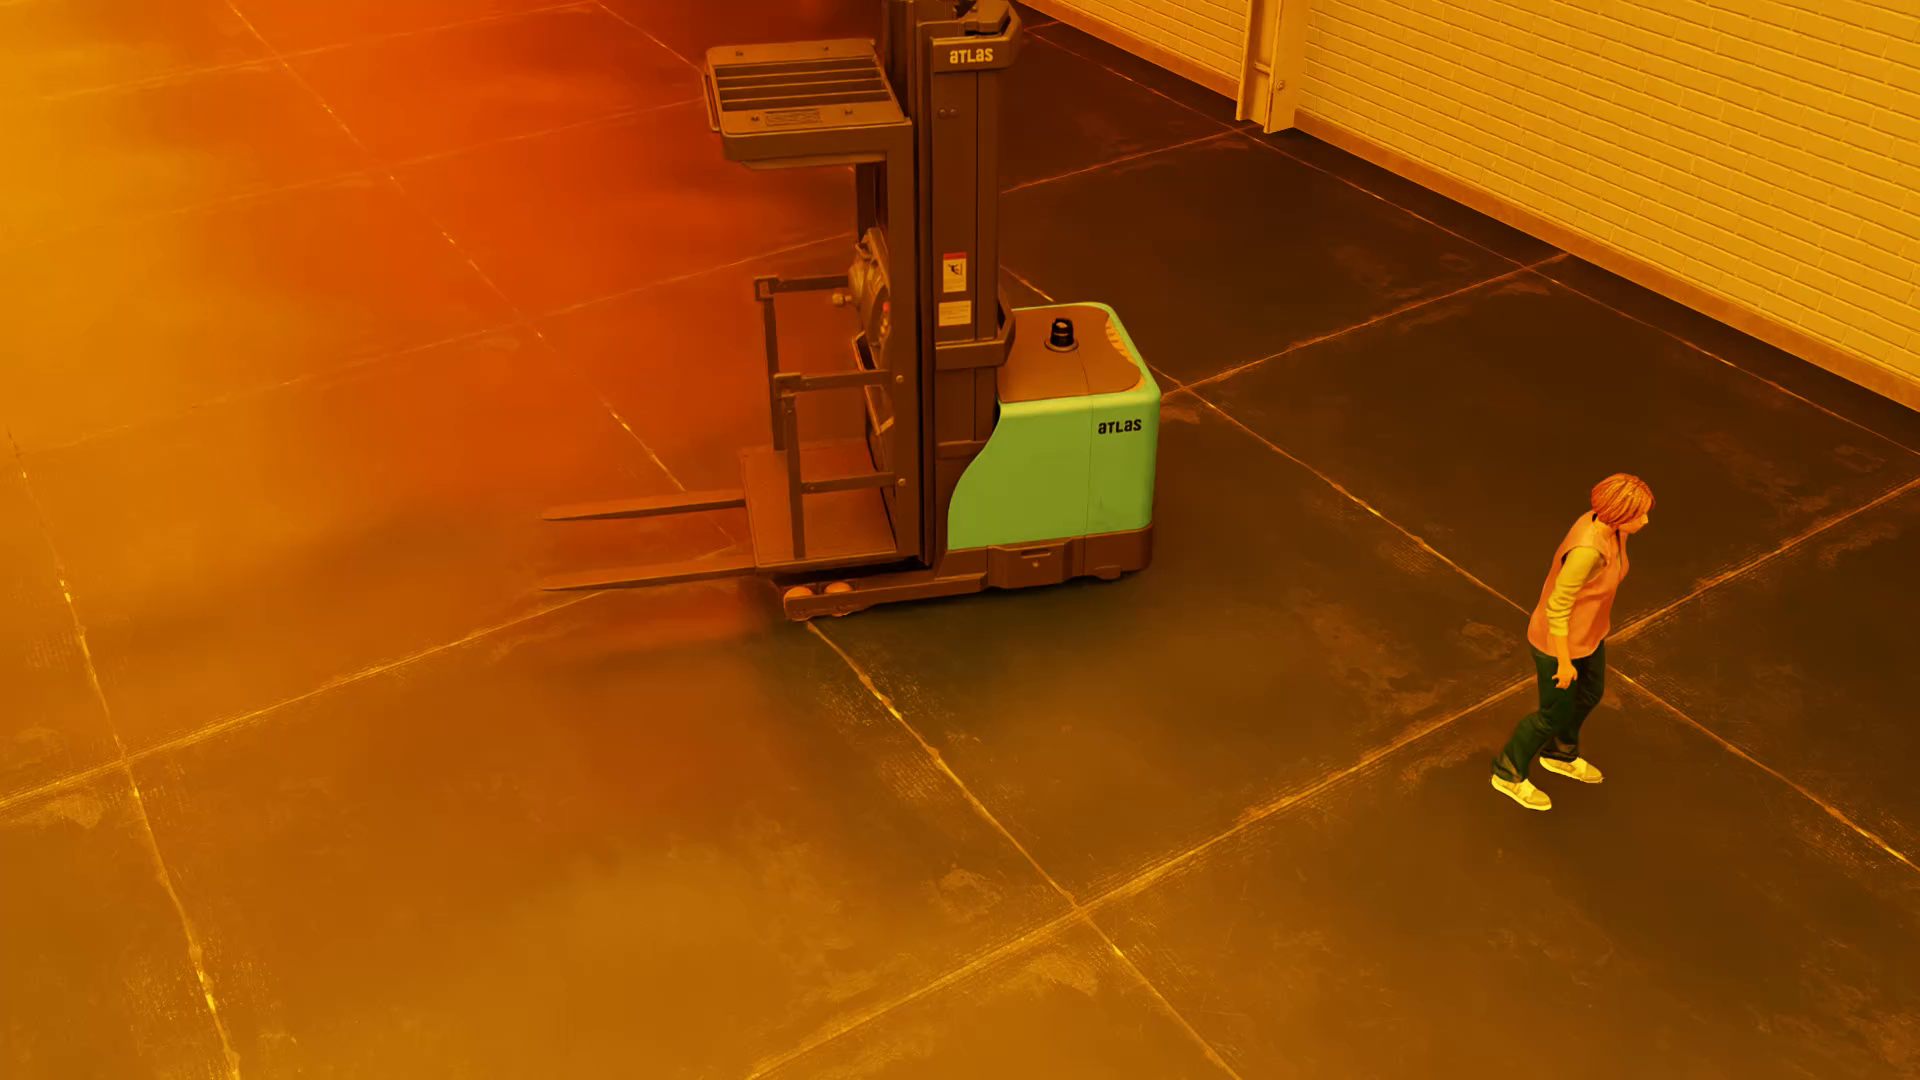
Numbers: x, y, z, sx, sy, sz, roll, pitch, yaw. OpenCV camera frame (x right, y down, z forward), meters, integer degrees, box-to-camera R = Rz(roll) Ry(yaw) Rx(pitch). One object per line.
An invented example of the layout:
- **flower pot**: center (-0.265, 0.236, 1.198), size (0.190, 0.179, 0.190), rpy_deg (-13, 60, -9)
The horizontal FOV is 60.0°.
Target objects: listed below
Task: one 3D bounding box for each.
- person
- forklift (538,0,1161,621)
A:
- **person**: center (2.510, 0.420, 6.736), size (0.398, 1.607, 0.480), rpy_deg (24, 42, 30)
- **forklift**: center (-0.599, -1.134, 7.761), size (3.031, 2.935, 1.130), rpy_deg (-6, 36, -9)
